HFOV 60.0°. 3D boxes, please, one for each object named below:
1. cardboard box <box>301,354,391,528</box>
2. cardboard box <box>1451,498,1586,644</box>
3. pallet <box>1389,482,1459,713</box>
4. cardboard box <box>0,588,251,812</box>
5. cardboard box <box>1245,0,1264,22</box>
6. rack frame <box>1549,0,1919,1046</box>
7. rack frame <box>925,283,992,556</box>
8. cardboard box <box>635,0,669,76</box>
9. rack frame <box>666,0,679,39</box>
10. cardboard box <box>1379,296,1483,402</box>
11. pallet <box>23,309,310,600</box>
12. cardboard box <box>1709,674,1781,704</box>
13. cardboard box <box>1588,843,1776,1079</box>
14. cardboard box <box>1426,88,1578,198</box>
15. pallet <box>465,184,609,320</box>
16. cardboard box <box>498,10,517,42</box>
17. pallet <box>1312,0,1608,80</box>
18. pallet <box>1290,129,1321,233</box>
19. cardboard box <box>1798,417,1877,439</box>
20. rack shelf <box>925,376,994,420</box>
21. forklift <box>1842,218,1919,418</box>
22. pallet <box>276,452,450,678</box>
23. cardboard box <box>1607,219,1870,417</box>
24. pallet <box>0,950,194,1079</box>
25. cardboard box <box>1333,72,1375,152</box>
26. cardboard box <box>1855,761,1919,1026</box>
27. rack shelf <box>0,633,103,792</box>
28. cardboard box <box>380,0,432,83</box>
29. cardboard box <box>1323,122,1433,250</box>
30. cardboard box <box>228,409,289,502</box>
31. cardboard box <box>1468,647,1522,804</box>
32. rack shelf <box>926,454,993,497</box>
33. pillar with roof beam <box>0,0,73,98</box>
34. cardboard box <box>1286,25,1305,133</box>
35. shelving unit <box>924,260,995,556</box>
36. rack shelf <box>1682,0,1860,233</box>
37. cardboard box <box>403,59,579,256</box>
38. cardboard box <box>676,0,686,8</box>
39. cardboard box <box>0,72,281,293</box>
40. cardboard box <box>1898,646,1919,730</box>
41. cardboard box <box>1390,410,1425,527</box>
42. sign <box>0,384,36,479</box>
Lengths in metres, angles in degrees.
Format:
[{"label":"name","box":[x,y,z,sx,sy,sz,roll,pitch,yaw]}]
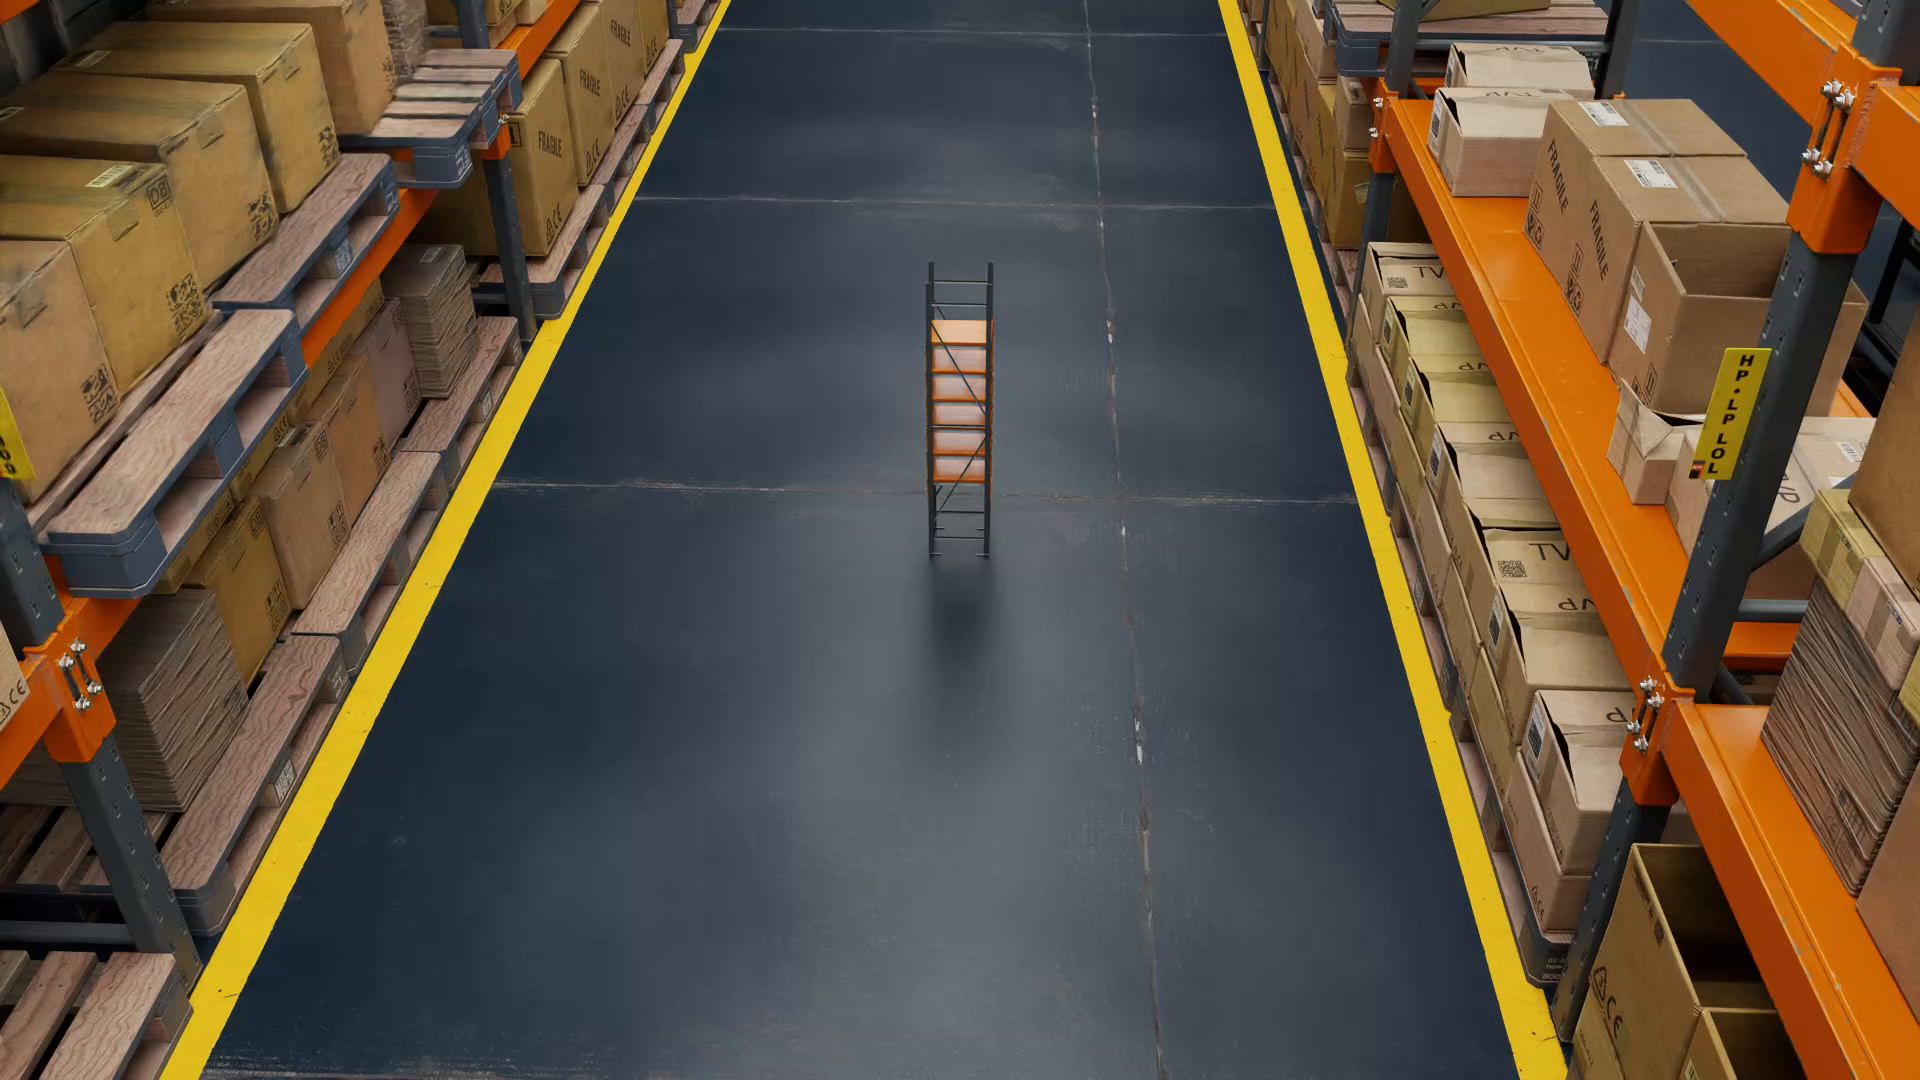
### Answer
[{"label":"cardboard box","box":[-2.692,-0.393,6.492,0.700,0.500,0.500,1,35,2]},{"label":"cardboard box","box":[1.970,0.079,5.568,0.500,0.311,0.500,1,35,2]},{"label":"pallet","box":[2.240,0.194,6.290,1.003,0.211,1.213,1,35,2]},{"label":"cardboard box","box":[-2.734,0.487,5.239,0.700,0.500,0.500,2,35,3]},{"label":"cardboard box","box":[2.264,-3.907,11.492,0.500,0.500,0.500,1,35,2]},{"label":"rack frame","box":[2.203,0.180,3.885,1.000,3.000,0.127,1,35,2]},{"label":"rack frame","box":[-0.004,-0.430,6.318,0.240,1.200,0.006,1,35,2]},{"label":"cardboard box","box":[-2.322,-3.444,10.547,0.750,0.750,0.750,2,35,2]},{"label":"rack frame","box":[-2.426,-4.528,10.585,1.000,3.000,0.127,1,35,2]},{"label":"cardboard box","box":[2.036,-0.798,6.816,0.500,0.311,0.500,1,35,1]},{"label":"pallet","box":[-2.571,-0.290,4.720,1.003,0.211,1.213,1,35,2]},{"label":"cardboard box","box":[2.494,0.385,5.132,0.500,0.311,0.500,1,35,1]},{"label":"cardboard box","box":[1.871,1.086,3.971,0.500,0.500,0.500,1,35,2]},{"label":"cardboard box","box":[2.134,-1.572,6.456,0.500,0.311,0.500,1,35,1]},{"label":"pallet","box":[-2.479,-1.541,8.759,1.003,0.211,1.213,1,35,2]},{"label":"cardboard box","box":[-2.323,-2.464,7.849,0.380,0.149,0.250,2,35,3]},{"label":"pallet","box":[2.321,-2.431,7.767,1.213,0.211,1.003,1,35,2]},{"label":"pallet","box":[2.483,-2.104,9.561,1.003,0.211,1.213,1,35,2]},{"label":"cardboard box","box":[2.443,-0.222,4.675,0.380,0.149,0.250,1,35,2]},{"label":"rack shelf","box":[-0.001,-0.544,6.350,0.258,0.103,0.180,1,35,2]},{"label":"forklift","box":[4.628,-1.734,6.669,1.130,2.935,3.031,1,35,1]},{"label":"pallet","box":[-2.671,0.059,6.483,1.003,0.211,1.213,1,35,2]},{"label":"cardboard box","box":[2.271,-0.604,4.914,0.500,0.500,0.500,4,35,5]},{"label":"pallet","box":[-2.739,1.595,4.296,1.003,0.211,1.213,1,35,2]},{"label":"cardboard box","box":[2.164,-2.157,8.350,0.500,0.250,0.500,3,35,4]},{"label":"cardboard box","box":[2.177,0.697,3.062,0.700,0.500,0.500,1,35,1]},{"label":"rack shelf","box":[-2.827,1.511,2.617,1.077,0.370,4.000,1,35,2]},{"label":"cardboard box","box":[-2.595,-2.181,6.775,0.700,0.500,0.500,-3,35,-4]},{"label":"cardboard box","box":[2.166,-1.818,8.520,0.500,0.500,0.500,3,35,4]},{"label":"cardboard box","box":[-2.703,-0.372,5.809,0.500,0.250,0.500,0,35,1]},{"label":"cardboard box","box":[1.952,0.598,5.317,0.500,0.250,0.500,1,35,1]},{"label":"rack shelf","box":[-0.001,-0.250,6.557,0.258,0.103,0.180,1,35,2]},{"label":"pillar with roof beam","box":[0.799,-3.858,4.414,9.100,9.000,0.400,1,35,2]},{"label":"cardboard box","box":[2.223,-2.708,9.785,0.500,0.500,0.500,2,35,2]},{"label":"shelving unit","box":[-0.001,-0.483,6.393,0.258,1.200,0.189,1,35,2]},{"label":"rack shelf","box":[2.283,-1.902,4.864,1.077,0.370,4.000,1,35,2]},{"label":"cardboard box","box":[-2.426,-1.942,8.409,0.750,0.750,0.750,1,35,1]},{"label":"cardboard box","box":[-2.293,-4.105,11.791,0.700,0.500,0.500,2,35,2]},{"label":"cardboard box","box":[-2.668,-1.145,5.300,0.700,0.500,0.500,6,36,8]},{"label":"cardboard box","box":[1.980,0.316,3.040,0.380,0.149,0.250,0,35,1]},{"label":"cardboard box","box":[2.015,-0.283,6.570,0.500,0.250,0.500,0,35,1]},{"label":"sign","box":[-2.205,-0.278,3.784,0.100,0.325,0.005,1,35,2]}]
